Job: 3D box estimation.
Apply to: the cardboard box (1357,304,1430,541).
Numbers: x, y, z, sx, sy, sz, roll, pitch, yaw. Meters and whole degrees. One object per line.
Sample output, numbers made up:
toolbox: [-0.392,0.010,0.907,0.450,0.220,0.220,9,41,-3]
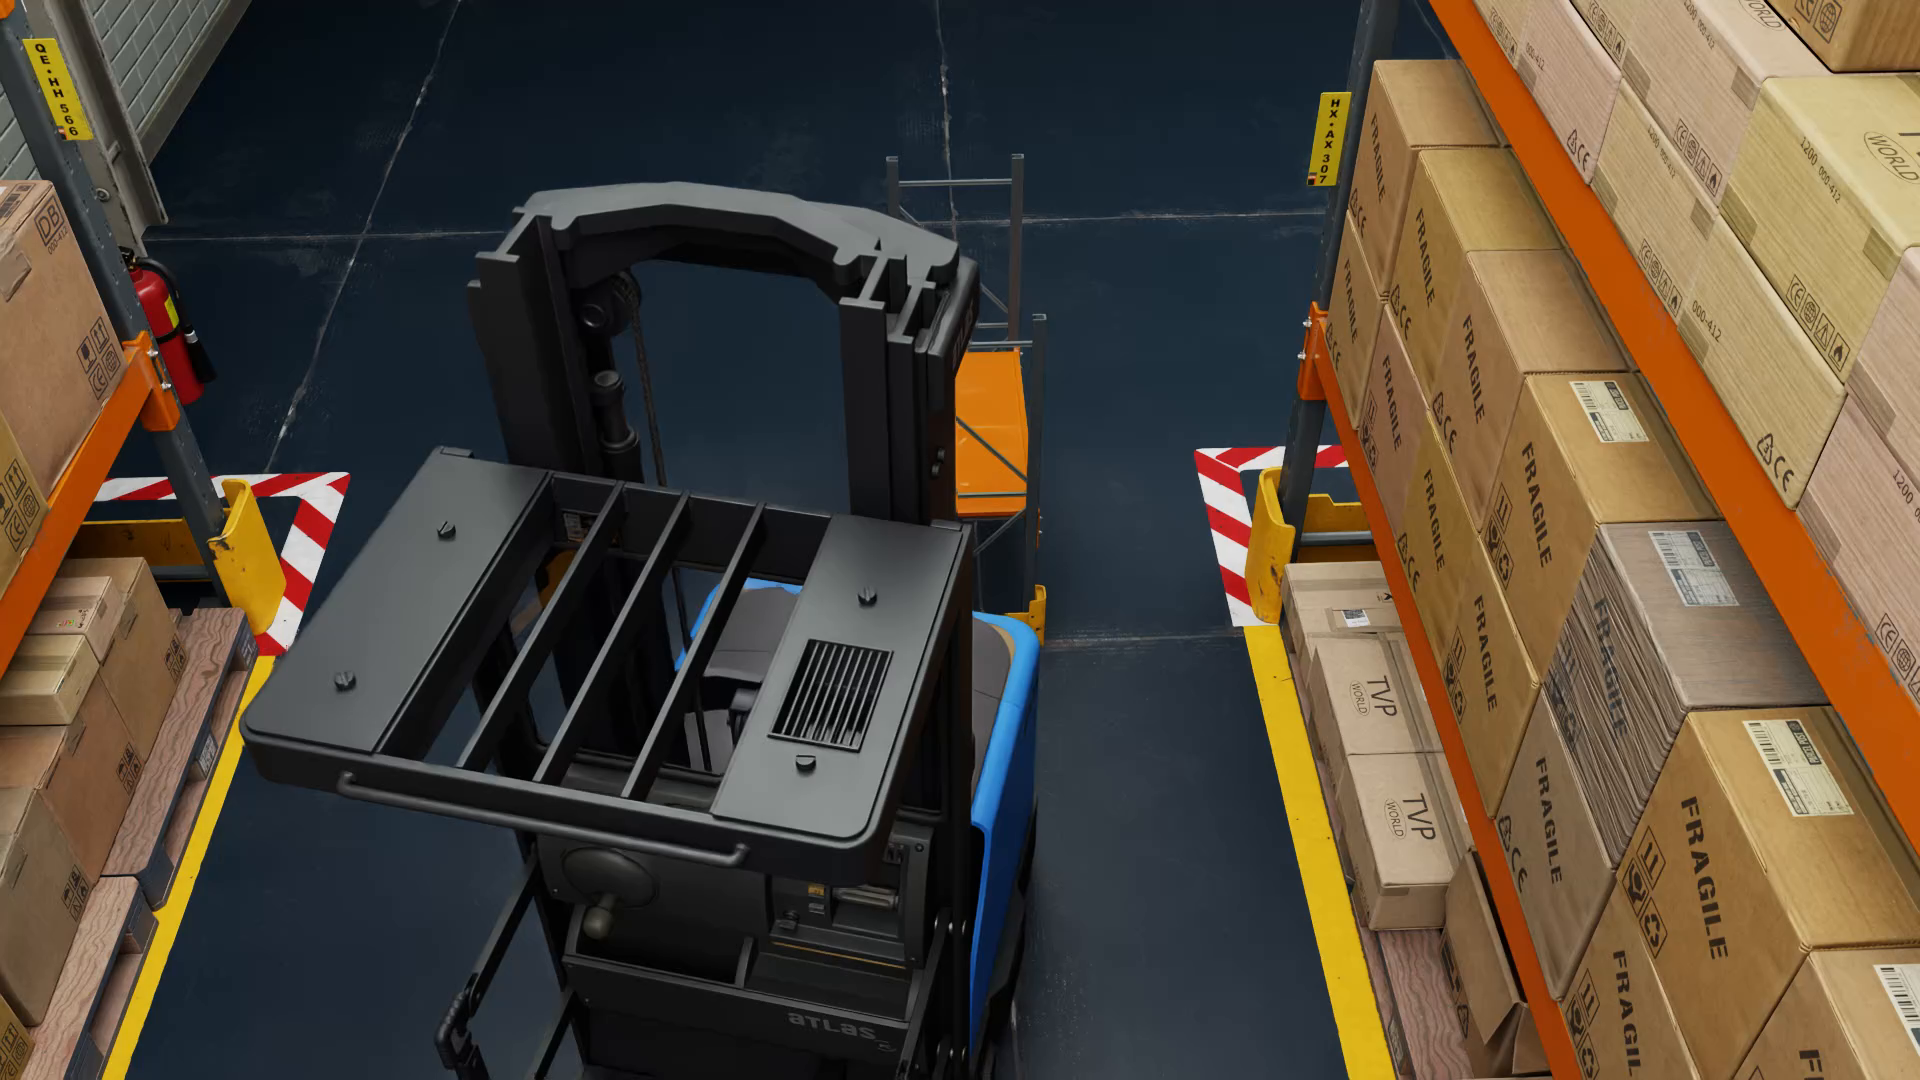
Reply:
cardboard box: [1.497,-0.347,4.834,0.500,0.500,0.500,-2,43,-2]

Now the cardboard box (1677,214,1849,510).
cardboard box: [1.558,-0.311,2.761,0.500,0.250,0.500,-2,43,-2]

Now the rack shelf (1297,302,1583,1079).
rack shelf: [1.800,0.650,4.353,1.077,0.370,4.000,-2,43,-2]

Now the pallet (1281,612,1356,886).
pallet: [1.753,0.652,5.882,1.003,0.211,1.213,-2,43,-2]

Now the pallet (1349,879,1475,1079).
pallet: [1.802,1.474,4.986,1.003,0.211,1.213,-2,43,-2]

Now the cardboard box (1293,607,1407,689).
cardboard box: [1.400,0.378,5.888,0.380,0.166,0.250,-2,43,-2]

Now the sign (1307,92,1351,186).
sign: [1.173,-1.269,5.273,0.100,0.325,0.005,-2,43,-2]

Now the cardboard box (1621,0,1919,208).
cardboard box: [1.535,-0.833,2.960,0.500,0.250,0.500,-2,43,-2]

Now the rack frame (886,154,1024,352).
rack frame: [-0.018,-0.838,6.555,0.500,1.500,0.032,-2,43,-2]

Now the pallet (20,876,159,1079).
pallet: [-3.073,1.567,4.885,1.003,0.211,1.213,-2,43,-2]

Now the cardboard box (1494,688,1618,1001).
cardboard box: [1.560,0.674,3.721,0.500,0.500,0.500,-1,43,-1]

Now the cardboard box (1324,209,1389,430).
cardboard box: [1.470,-0.695,5.214,0.500,0.500,0.500,-1,43,-1]

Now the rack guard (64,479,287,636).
rack guard: [-3.235,0.085,6.288,1.175,0.500,0.348,-2,43,-2]

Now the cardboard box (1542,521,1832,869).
cardboard box: [1.559,0.310,3.378,0.500,0.500,0.500,-1,43,-1]

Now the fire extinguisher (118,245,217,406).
fire extinguisher: [-2.780,-0.770,5.703,0.296,0.674,0.183,-2,43,-2]

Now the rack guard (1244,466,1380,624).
rack guard: [1.718,0.008,6.372,1.175,0.500,0.348,-2,43,-2]

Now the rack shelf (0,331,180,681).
rack shelf: [-3.149,0.795,4.195,1.077,0.370,4.000,-2,43,-2]

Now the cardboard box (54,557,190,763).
cardboard box: [-3.105,0.416,5.616,0.700,0.500,0.500,-2,43,-2]

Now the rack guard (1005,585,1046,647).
rack guard: [0.024,0.296,6.243,0.587,0.250,0.087,-2,43,-2]

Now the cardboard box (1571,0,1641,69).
cardboard box: [1.518,-1.171,3.328,0.500,0.250,0.500,-2,43,-2]

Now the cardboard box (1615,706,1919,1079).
cardboard box: [1.580,0.650,3.007,0.500,0.500,0.500,-2,43,-3]

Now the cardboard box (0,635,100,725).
cardboard box: [-2.906,0.431,5.119,0.380,0.149,0.250,-1,43,-1]

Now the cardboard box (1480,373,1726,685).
cardboard box: [1.539,-0.030,3.749,0.500,0.500,0.500,-2,43,-2]

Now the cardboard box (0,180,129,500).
cardboard box: [-3.203,-0.587,4.949,0.980,0.700,0.700,0,43,0]

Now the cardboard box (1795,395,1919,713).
cardboard box: [1.588,0.026,2.393,0.500,0.250,0.500,-2,43,-2]

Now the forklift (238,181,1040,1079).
forklift: [-0.570,0.850,3.653,1.130,2.935,3.031,9,43,9]

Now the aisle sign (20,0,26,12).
aisle sign: [-2.938,-1.836,4.609,0.394,0.787,0.004,-2,43,-2]

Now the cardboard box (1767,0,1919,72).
cardboard box: [1.746,-1.115,2.713,0.700,0.500,0.500,-2,43,-2]

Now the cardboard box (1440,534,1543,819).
cardboard box: [1.535,0.330,4.096,0.500,0.500,0.500,-1,43,-1]

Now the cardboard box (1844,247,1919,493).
cardboard box: [1.575,-0.158,2.223,0.500,0.250,0.500,-2,43,-2]

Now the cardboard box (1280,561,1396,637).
cardboard box: [1.389,0.216,6.079,0.380,0.149,0.250,-2,43,-2]

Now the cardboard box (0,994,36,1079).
cardboard box: [-3.031,1.453,4.484,0.700,0.500,0.500,-1,43,-1]

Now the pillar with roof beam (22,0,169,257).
pillar with roof beam: [0.088,-4.953,5.494,9.100,9.000,0.400,-2,43,-2]

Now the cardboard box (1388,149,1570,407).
cardboard box: [1.500,-0.711,4.492,0.500,0.500,0.500,-1,43,-1]

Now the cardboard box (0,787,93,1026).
cardboard box: [-3.061,1.093,4.877,0.700,0.500,0.500,-3,43,-3]

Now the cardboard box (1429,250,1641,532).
cardboard box: [1.516,-0.373,4.123,0.500,0.500,0.500,-1,43,-1]

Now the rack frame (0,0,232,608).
rack frame: [-3.234,-0.820,5.425,1.000,3.000,0.127,-2,43,-2]

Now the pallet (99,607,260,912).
pallet: [-3.122,0.745,5.781,1.003,0.211,1.213,-2,43,-2]

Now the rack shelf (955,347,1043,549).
rack shelf: [0.004,-0.363,6.302,0.538,0.185,1.000,-2,43,-2]

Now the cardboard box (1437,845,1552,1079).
cardboard box: [1.800,1.225,4.715,0.797,0.503,0.637,-2,43,-2]

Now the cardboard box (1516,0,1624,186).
cardboard box: [1.514,-0.986,3.497,0.500,0.250,0.500,-2,43,-2]

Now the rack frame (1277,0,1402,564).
rack frame: [1.715,-0.965,5.583,1.000,3.000,0.127,-2,43,-2]

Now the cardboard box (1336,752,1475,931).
cardboard box: [1.497,0.937,5.218,0.500,0.250,0.500,-2,43,-2]

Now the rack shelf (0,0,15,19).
rack shelf: [-3.149,-0.311,3.182,1.077,0.370,4.000,-2,43,-2]

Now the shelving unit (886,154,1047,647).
shelving unit: [0.003,-0.501,6.187,0.587,1.500,1.083,-2,43,-2]

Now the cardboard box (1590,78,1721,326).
cardboard box: [1.541,-0.649,3.129,0.500,0.250,0.500,-2,43,-2]

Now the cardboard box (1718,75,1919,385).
cardboard box: [1.556,-0.495,2.592,0.500,0.250,0.500,-2,43,-2]

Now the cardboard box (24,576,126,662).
cardboard box: [-2.917,0.258,5.307,0.380,0.149,0.250,-2,43,-2]

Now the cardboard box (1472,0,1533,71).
cardboard box: [1.491,-1.324,3.865,0.500,0.250,0.500,-2,43,-2]

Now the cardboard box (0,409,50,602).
cardboard box: [-3.161,-0.096,4.413,0.980,0.700,0.700,-2,43,-2]

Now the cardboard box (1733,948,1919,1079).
cardboard box: [1.605,0.996,2.630,0.500,0.500,0.500,-1,43,-2]

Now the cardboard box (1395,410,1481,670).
cardboard box: [1.516,-0.008,4.465,0.500,0.500,0.500,-2,43,-2]

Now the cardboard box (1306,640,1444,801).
cardboard box: [1.476,0.599,5.586,0.500,0.250,0.500,-2,43,-2]

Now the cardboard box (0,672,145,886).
cardboard box: [-3.083,0.754,5.247,0.700,0.500,0.500,-2,43,-2]

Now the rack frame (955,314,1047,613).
rack frame: [0.025,-0.152,5.806,0.500,1.500,0.032,-2,43,-2]

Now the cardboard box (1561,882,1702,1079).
cardboard box: [1.584,1.020,3.343,0.500,0.500,0.500,-1,43,-1]

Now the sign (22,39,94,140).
sign: [-2.692,-1.341,4.961,0.100,0.325,0.005,-2,43,-2]

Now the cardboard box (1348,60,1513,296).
cardboard box: [1.470,-1.063,4.876,0.500,0.500,0.500,0,43,0]

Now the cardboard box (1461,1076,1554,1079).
cardboard box: [1.545,1.681,4.360,0.500,0.311,0.500,-2,43,-2]
